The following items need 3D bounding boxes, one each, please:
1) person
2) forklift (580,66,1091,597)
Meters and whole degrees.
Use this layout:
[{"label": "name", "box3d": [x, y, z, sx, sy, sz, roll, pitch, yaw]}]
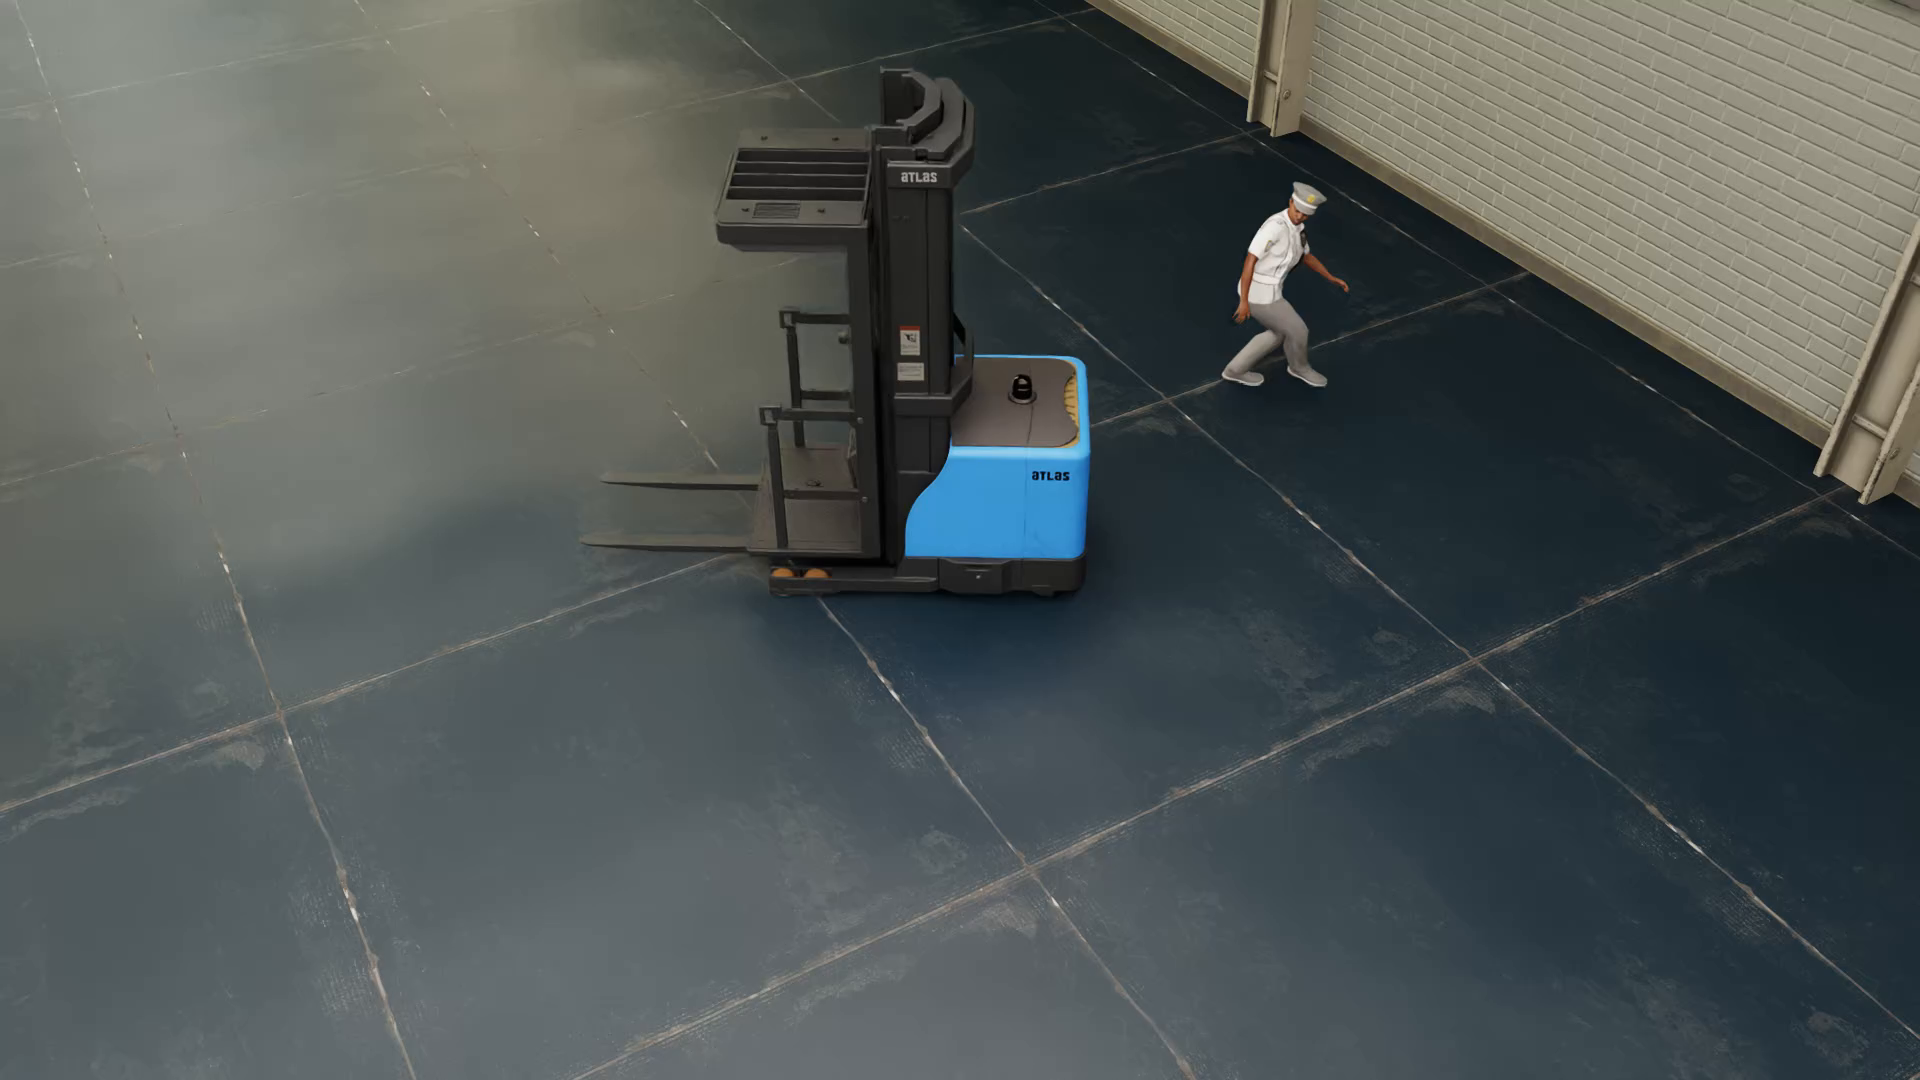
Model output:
[{"label": "person", "box3d": [2.200, -1.616, 11.093, 0.754, 1.533, 0.694, 8, 40, 10]}, {"label": "forklift", "box3d": [-0.759, -1.128, 9.396, 3.031, 2.935, 1.130, 1, 40, 1]}]
